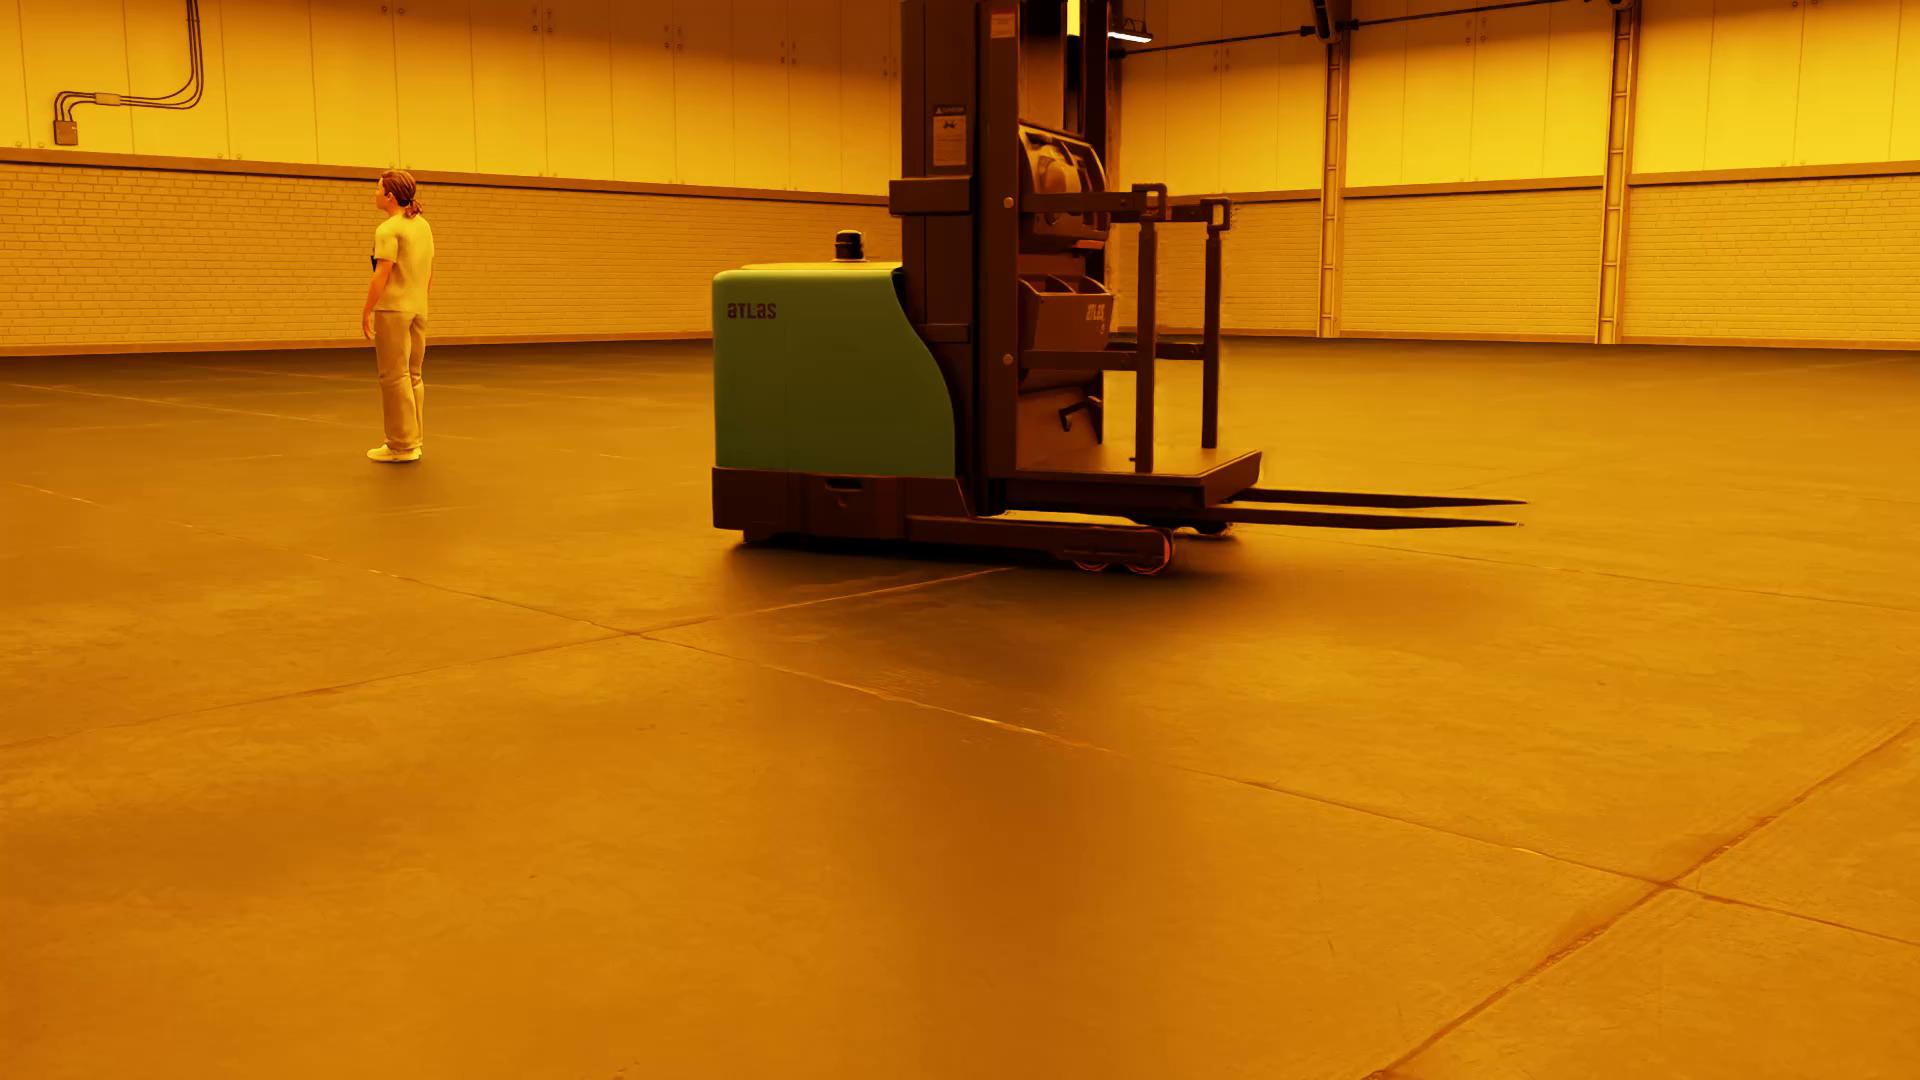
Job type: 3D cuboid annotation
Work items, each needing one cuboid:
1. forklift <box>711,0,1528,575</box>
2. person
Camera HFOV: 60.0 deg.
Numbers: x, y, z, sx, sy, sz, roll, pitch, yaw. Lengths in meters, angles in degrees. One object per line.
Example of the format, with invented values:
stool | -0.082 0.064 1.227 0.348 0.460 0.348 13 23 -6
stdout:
forklift | 0.588 -1.414 6.266 3.031 2.935 1.130 3 9 22
person | -3.310 -1.298 9.659 0.548 1.673 0.550 3 9 17
